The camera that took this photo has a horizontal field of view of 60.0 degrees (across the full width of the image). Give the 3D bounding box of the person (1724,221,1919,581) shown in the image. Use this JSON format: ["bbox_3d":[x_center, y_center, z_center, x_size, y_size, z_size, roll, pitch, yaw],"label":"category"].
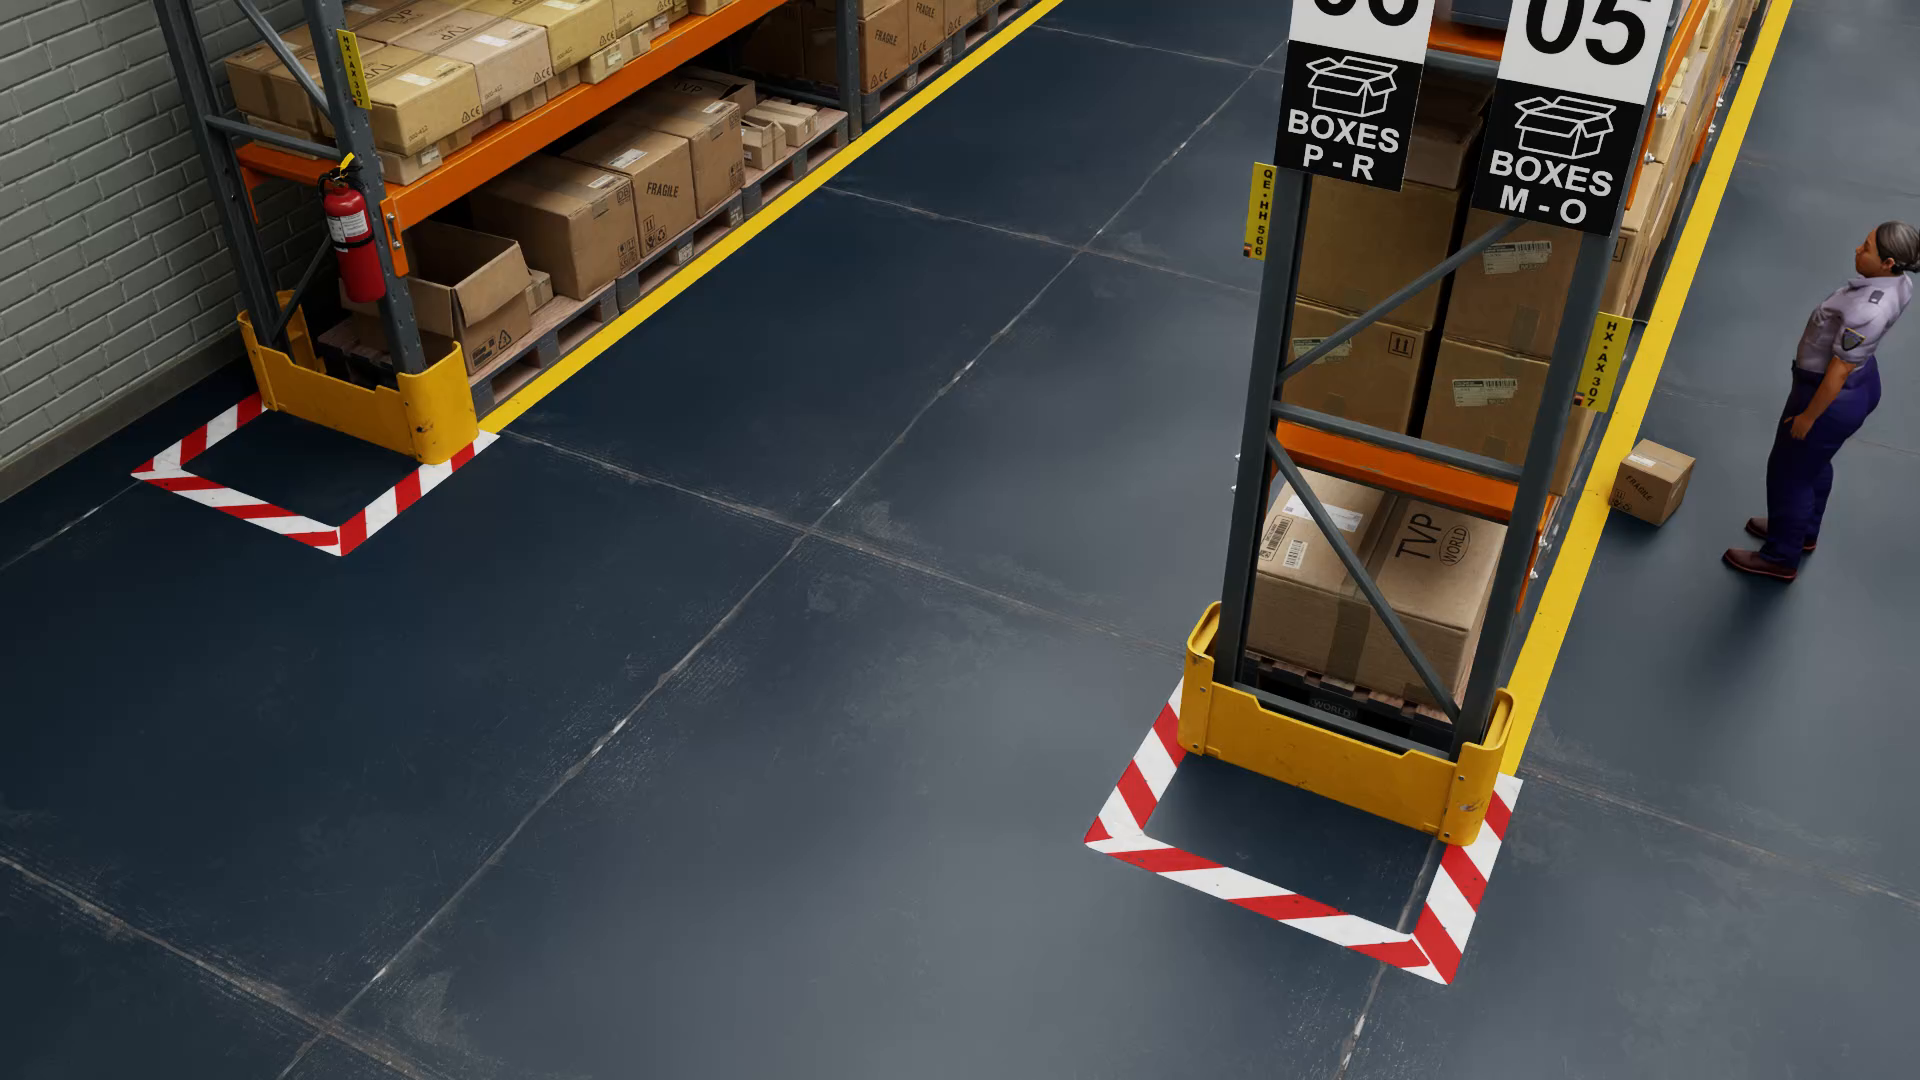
[{"bbox_3d":[3.598,-0.581,6.907,0.343,1.646,0.466,28,46,31],"label":"person"}]
